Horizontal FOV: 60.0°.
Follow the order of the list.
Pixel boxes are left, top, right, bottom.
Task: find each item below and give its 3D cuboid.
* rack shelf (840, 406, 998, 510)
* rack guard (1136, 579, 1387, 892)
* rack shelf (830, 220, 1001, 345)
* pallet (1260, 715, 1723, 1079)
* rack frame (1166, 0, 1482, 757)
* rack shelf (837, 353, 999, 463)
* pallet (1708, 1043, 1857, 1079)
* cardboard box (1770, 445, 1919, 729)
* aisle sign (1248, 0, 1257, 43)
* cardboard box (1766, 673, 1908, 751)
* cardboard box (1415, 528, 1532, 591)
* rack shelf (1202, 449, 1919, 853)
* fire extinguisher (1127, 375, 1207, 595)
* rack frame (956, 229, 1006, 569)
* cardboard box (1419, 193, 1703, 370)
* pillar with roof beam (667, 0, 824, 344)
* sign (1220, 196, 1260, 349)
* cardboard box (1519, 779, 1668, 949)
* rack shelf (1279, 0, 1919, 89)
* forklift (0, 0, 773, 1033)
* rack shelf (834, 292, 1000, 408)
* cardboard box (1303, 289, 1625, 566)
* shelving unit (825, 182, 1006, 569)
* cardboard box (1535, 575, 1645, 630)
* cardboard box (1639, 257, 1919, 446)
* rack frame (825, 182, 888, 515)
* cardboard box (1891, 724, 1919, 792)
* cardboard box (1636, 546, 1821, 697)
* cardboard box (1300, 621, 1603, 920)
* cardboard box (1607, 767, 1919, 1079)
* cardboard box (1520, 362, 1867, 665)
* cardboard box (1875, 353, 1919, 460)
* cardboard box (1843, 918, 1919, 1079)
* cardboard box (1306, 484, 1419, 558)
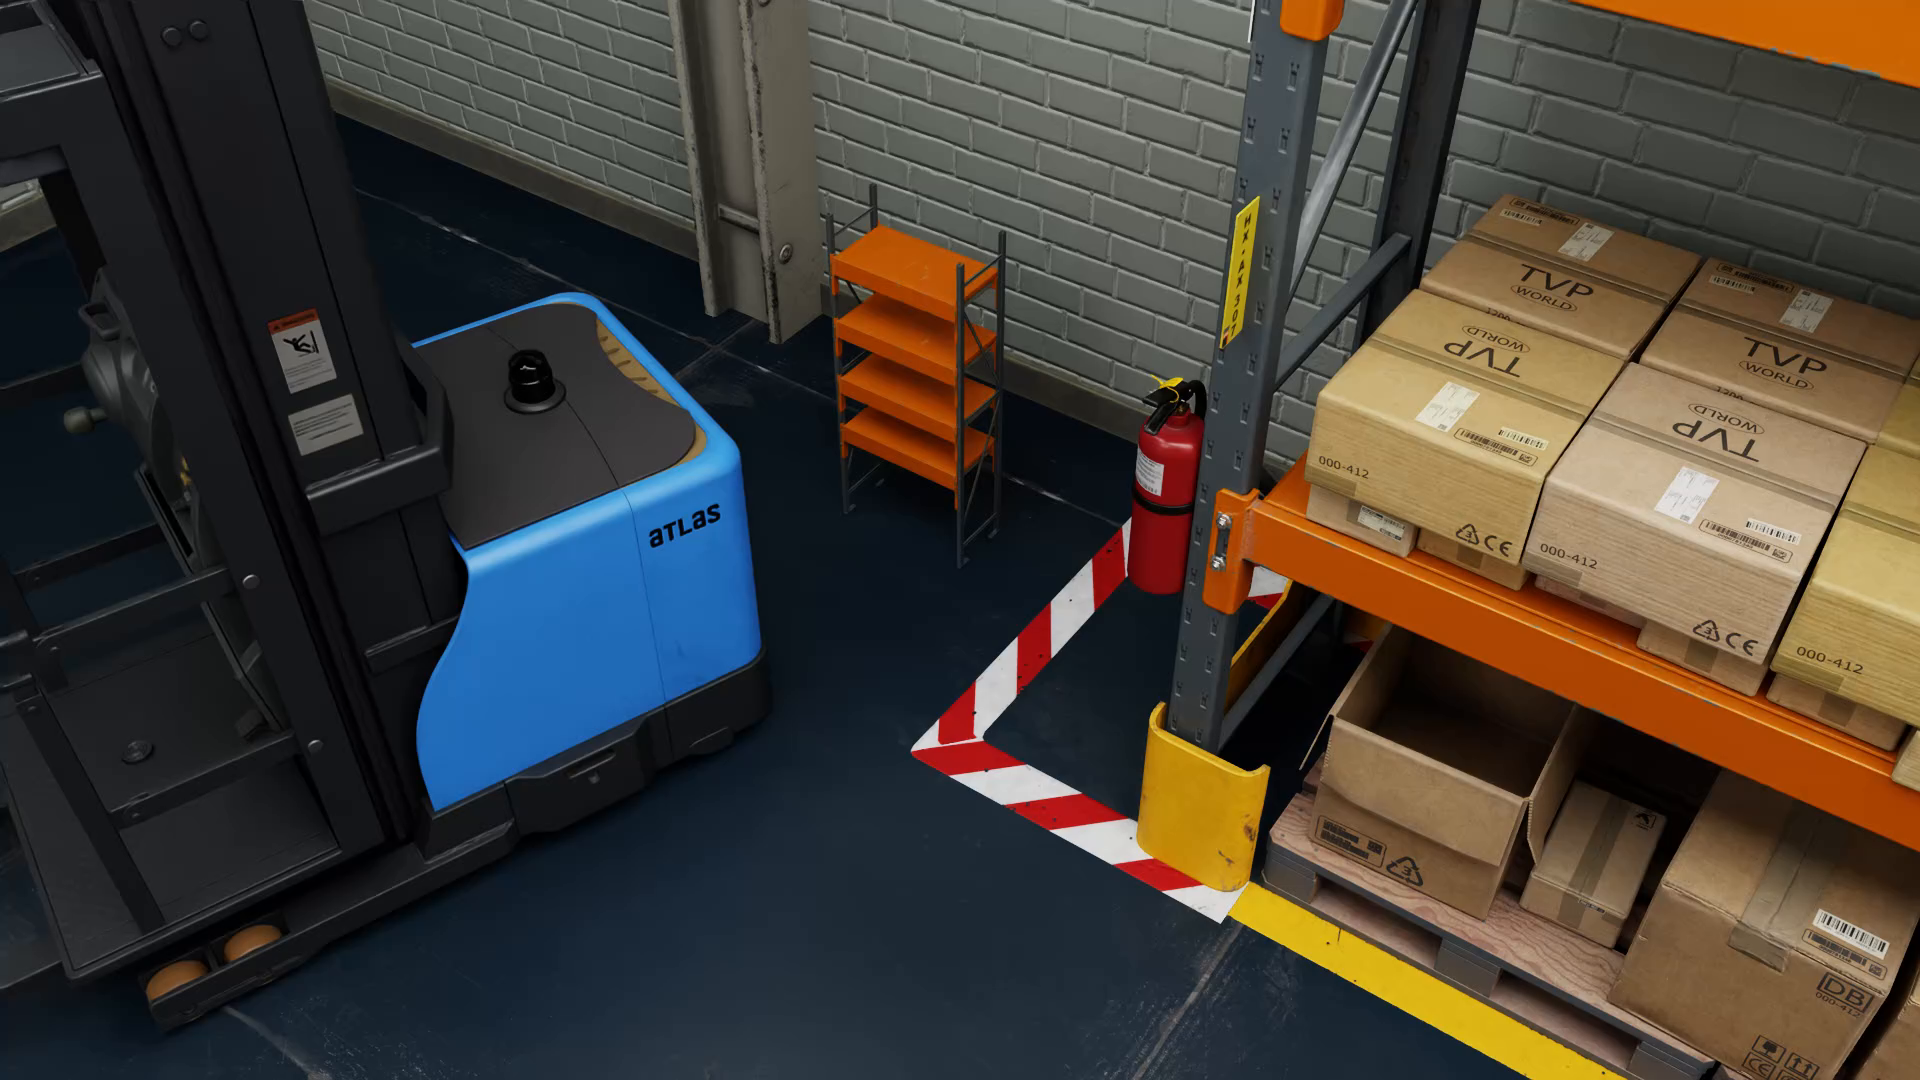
[{"bbox_3d":[-0.136,-0.312,5.598,0.480,0.148,0.258,25,48,25],"label":"rack shelf"},{"bbox_3d":[0.958,0.431,4.893,0.348,0.500,1.175,25,48,25],"label":"rack guard"},{"bbox_3d":[-0.136,-0.803,5.159,0.480,0.148,0.258,25,48,25],"label":"rack shelf"},{"bbox_3d":[1.612,0.844,4.649,1.213,0.211,1.003,25,48,25],"label":"pallet"},{"bbox_3d":[0.896,-0.529,4.092,0.127,3.000,1.000,25,48,25],"label":"rack frame"},{"bbox_3d":[-0.136,-0.460,5.466,0.480,0.148,0.258,25,48,25],"label":"rack shelf"},{"bbox_3d":[2.606,1.311,4.126,1.213,0.211,1.003,25,48,25],"label":"pallet"},{"bbox_3d":[1.943,0.122,3.254,0.500,0.250,0.500,24,47,25],"label":"cardboard box"},{"bbox_3d":[0.672,-1.364,3.075,0.004,0.787,0.394,25,48,25],"label":"aisle sign"},{"bbox_3d":[1.870,0.223,3.440,0.250,0.149,0.380,26,48,26],"label":"cardboard box"},{"bbox_3d":[1.243,-0.088,3.787,0.250,0.149,0.380,26,48,26],"label":"cardboard box"},{"bbox_3d":[2.534,0.505,3.476,4.000,0.370,1.077,25,48,25],"label":"rack shelf"},{"bbox_3d":[0.510,-0.165,4.023,0.183,0.674,0.296,25,48,25],"label":"fire extinguisher"},{"bbox_3d":[0.064,-0.417,5.316,0.015,1.200,0.240,25,48,25],"label":"rack frame"},{"bbox_3d":[1.425,-0.553,4.008,0.500,0.250,0.500,26,48,26],"label":"cardboard box"},{"bbox_3d":[-3.266,-1.939,1.169,0.400,9.000,9.100,25,48,25],"label":"pillar with roof beam"},{"bbox_3d":[0.585,-0.556,3.472,0.005,0.325,0.100,25,48,25],"label":"sign"},{"bbox_3d":[1.668,0.847,4.377,0.250,0.149,0.380,23,47,24],"label":"cardboard box"},{"bbox_3d":[2.534,-0.613,2.476,4.000,0.370,1.077,25,48,25],"label":"rack shelf"},{"bbox_3d":[-2.075,-0.236,3.816,3.031,2.935,1.130,-25,47,-25],"label":"forklift"},{"bbox_3d":[-0.136,-0.627,5.316,0.480,0.148,0.258,25,48,25],"label":"rack shelf"},{"bbox_3d":[1.113,-0.263,3.684,0.500,0.250,0.500,25,48,26],"label":"cardboard box"},{"bbox_3d":[-0.136,-0.510,5.421,0.503,1.200,0.258,25,48,25],"label":"shelving unit"},{"bbox_3d":[1.478,-0.006,3.696,0.250,0.149,0.380,24,47,25],"label":"cardboard box"},{"bbox_3d":[1.847,-0.355,3.786,0.500,0.250,0.500,25,48,25],"label":"cardboard box"},{"bbox_3d":[-0.335,-0.604,5.525,0.015,1.200,0.240,25,48,25],"label":"rack frame"},{"bbox_3d":[2.034,0.360,3.286,0.250,0.149,0.380,24,47,24],"label":"cardboard box"},{"bbox_3d":[1.650,0.124,3.550,0.250,0.149,0.380,27,48,27],"label":"cardboard box"},{"bbox_3d":[1.343,0.531,4.465,0.637,0.503,0.797,23,47,24],"label":"cardboard box"},{"bbox_3d":[2.020,0.880,4.076,0.500,0.500,0.700,27,48,27],"label":"cardboard box"},{"bbox_3d":[1.526,-0.070,3.469,0.500,0.250,0.500,26,48,26],"label":"cardboard box"},{"bbox_3d":[2.249,-0.163,3.572,0.500,0.250,0.500,27,48,27],"label":"cardboard box"},{"bbox_3d":[2.396,1.137,3.789,0.500,0.500,0.500,26,48,26],"label":"cardboard box"},{"bbox_3d":[1.008,-0.160,3.868,0.250,0.149,0.380,25,47,25],"label":"cardboard box"}]
